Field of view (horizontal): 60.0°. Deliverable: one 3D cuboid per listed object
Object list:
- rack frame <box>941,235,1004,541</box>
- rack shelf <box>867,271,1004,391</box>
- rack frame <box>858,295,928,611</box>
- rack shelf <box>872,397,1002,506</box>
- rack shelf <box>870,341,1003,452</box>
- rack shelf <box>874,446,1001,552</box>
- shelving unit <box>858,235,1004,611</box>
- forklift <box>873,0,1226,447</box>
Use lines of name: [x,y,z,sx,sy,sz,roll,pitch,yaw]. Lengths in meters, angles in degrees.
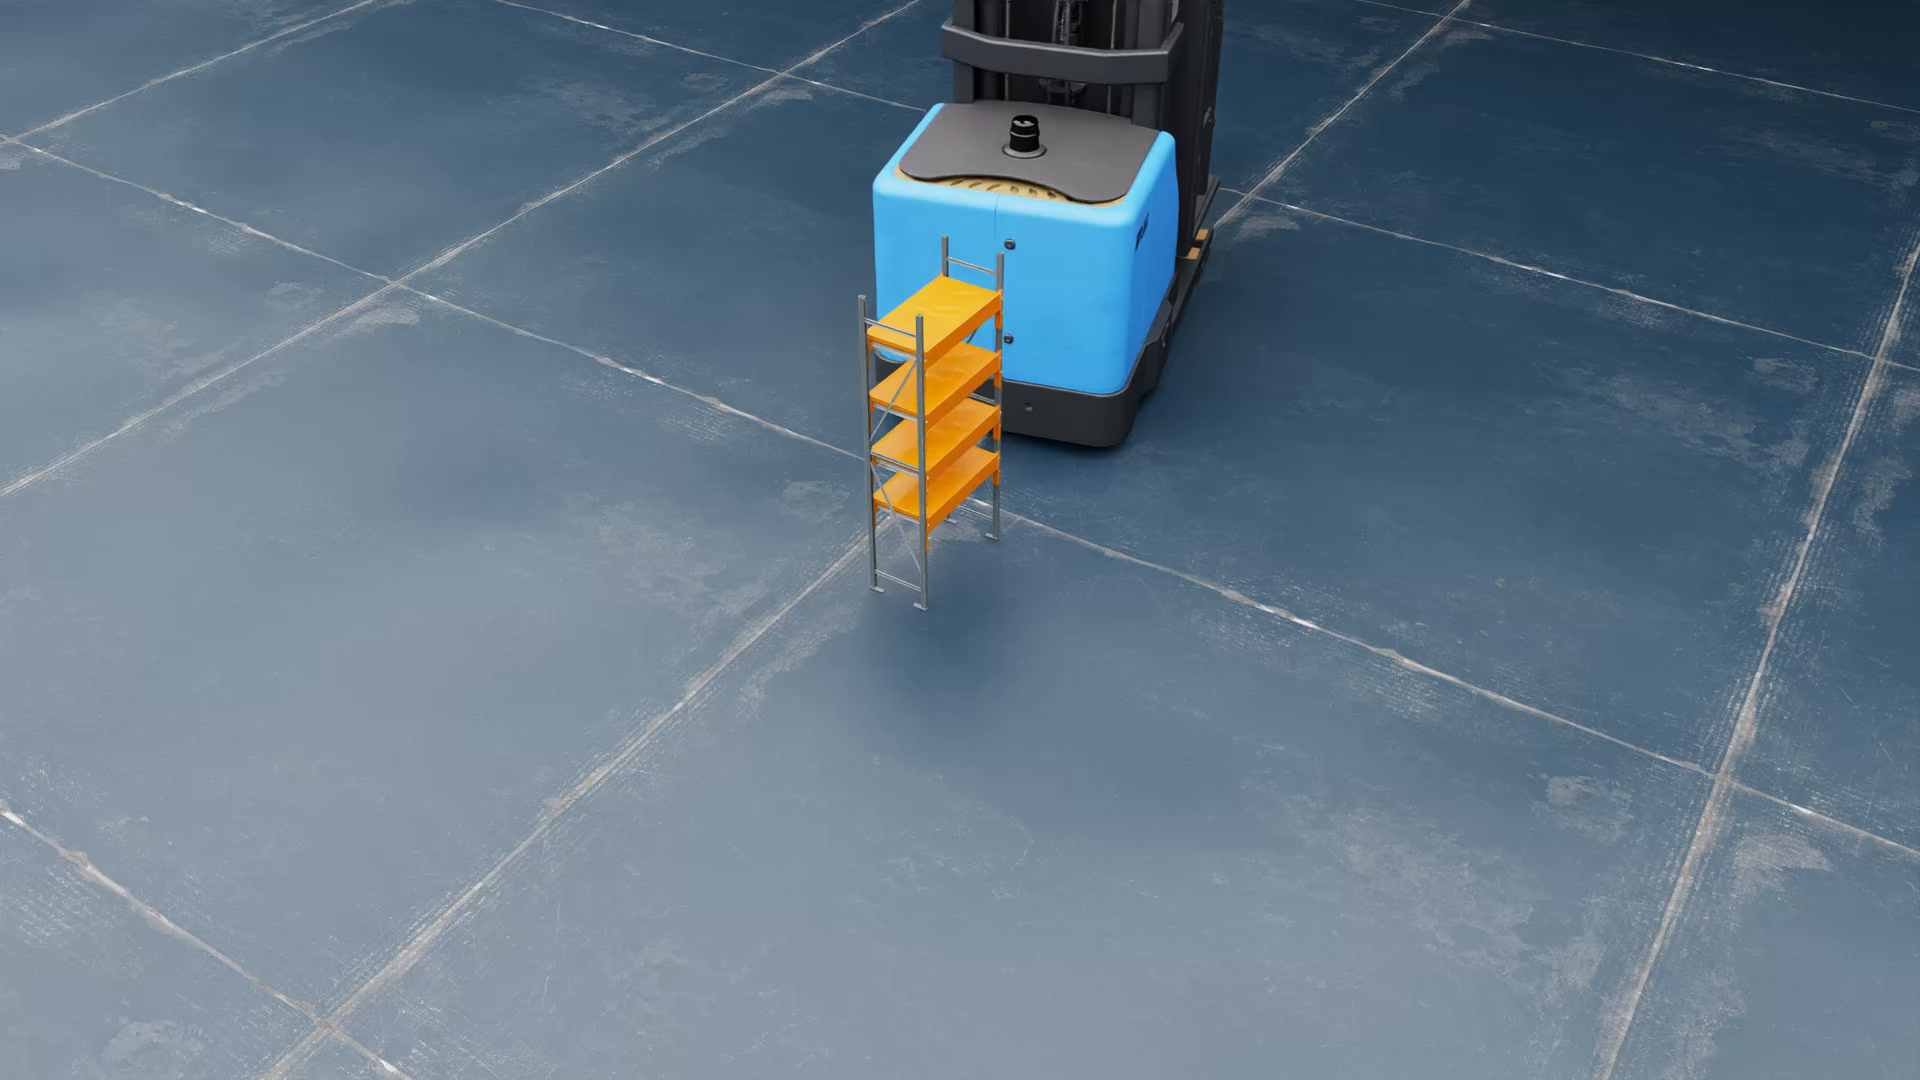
rack frame: [0.042,-0.516,5.936,0.240,1.200,0.015,21,42,25]
rack shelf: [-0.089,-0.701,5.533,0.258,0.148,0.480,21,42,25]
rack frame: [-0.219,-0.264,5.610,0.240,1.200,0.015,21,42,25]
rack shelf: [-0.089,-0.337,5.814,0.258,0.148,0.480,21,42,25]
rack shelf: [-0.089,-0.514,5.677,0.258,0.148,0.480,21,42,25]
rack shelf: [-0.089,-0.179,5.935,0.258,0.148,0.480,21,42,25]
shelving unit: [-0.089,-0.390,5.773,0.258,1.200,0.503,21,42,25]
forklift: [0.581,-2.434,7.006,1.130,2.935,3.031,11,39,14]
